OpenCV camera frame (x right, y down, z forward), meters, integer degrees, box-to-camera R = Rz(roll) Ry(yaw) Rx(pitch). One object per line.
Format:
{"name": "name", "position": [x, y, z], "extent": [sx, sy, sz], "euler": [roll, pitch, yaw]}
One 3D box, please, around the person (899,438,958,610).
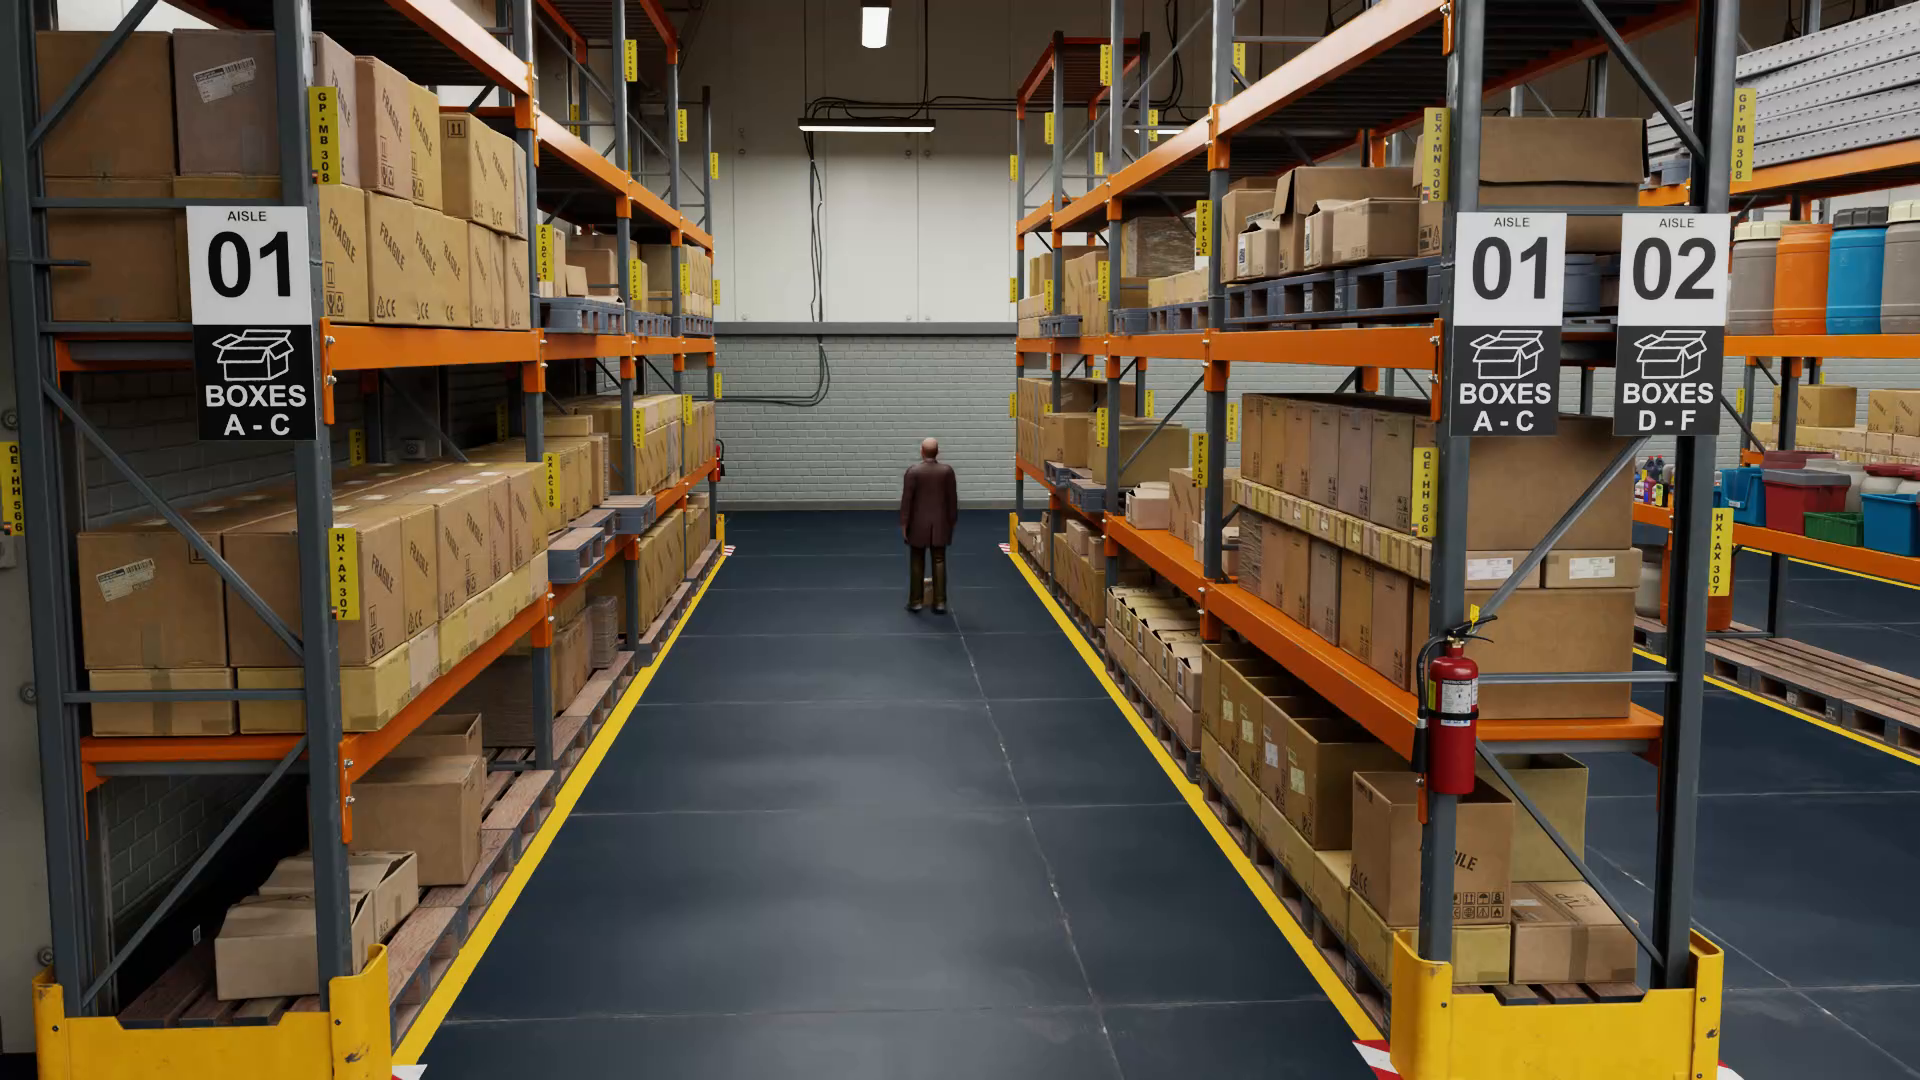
{"name": "person", "position": [-0.327, -0.160, 17.094], "extent": [0.608, 1.791, 0.552], "euler": [-1, 7, -9]}
